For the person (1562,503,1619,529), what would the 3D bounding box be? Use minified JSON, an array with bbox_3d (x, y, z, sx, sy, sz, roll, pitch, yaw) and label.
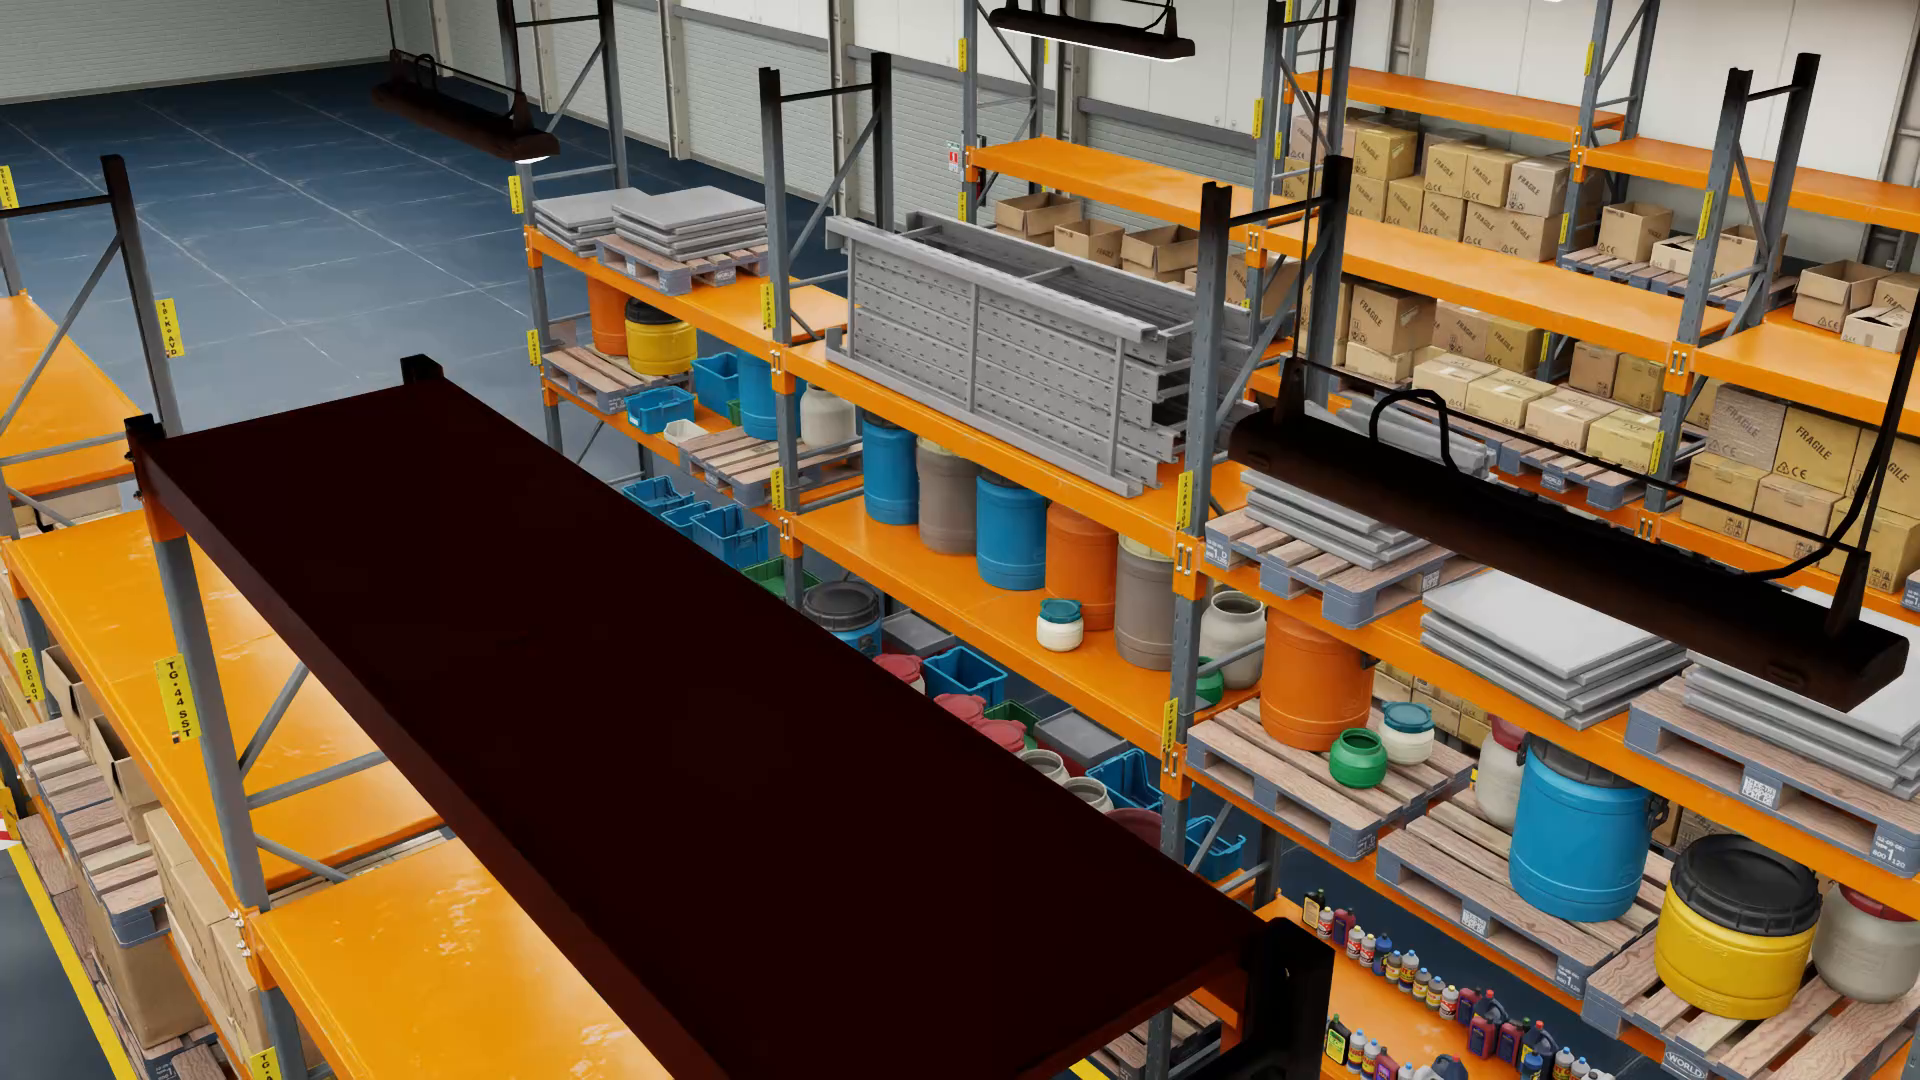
[{"bbox_3d":[6.370,-0.273,16.834,0.519,1.815,0.573,-8,27,-17],"label":"person"}]
